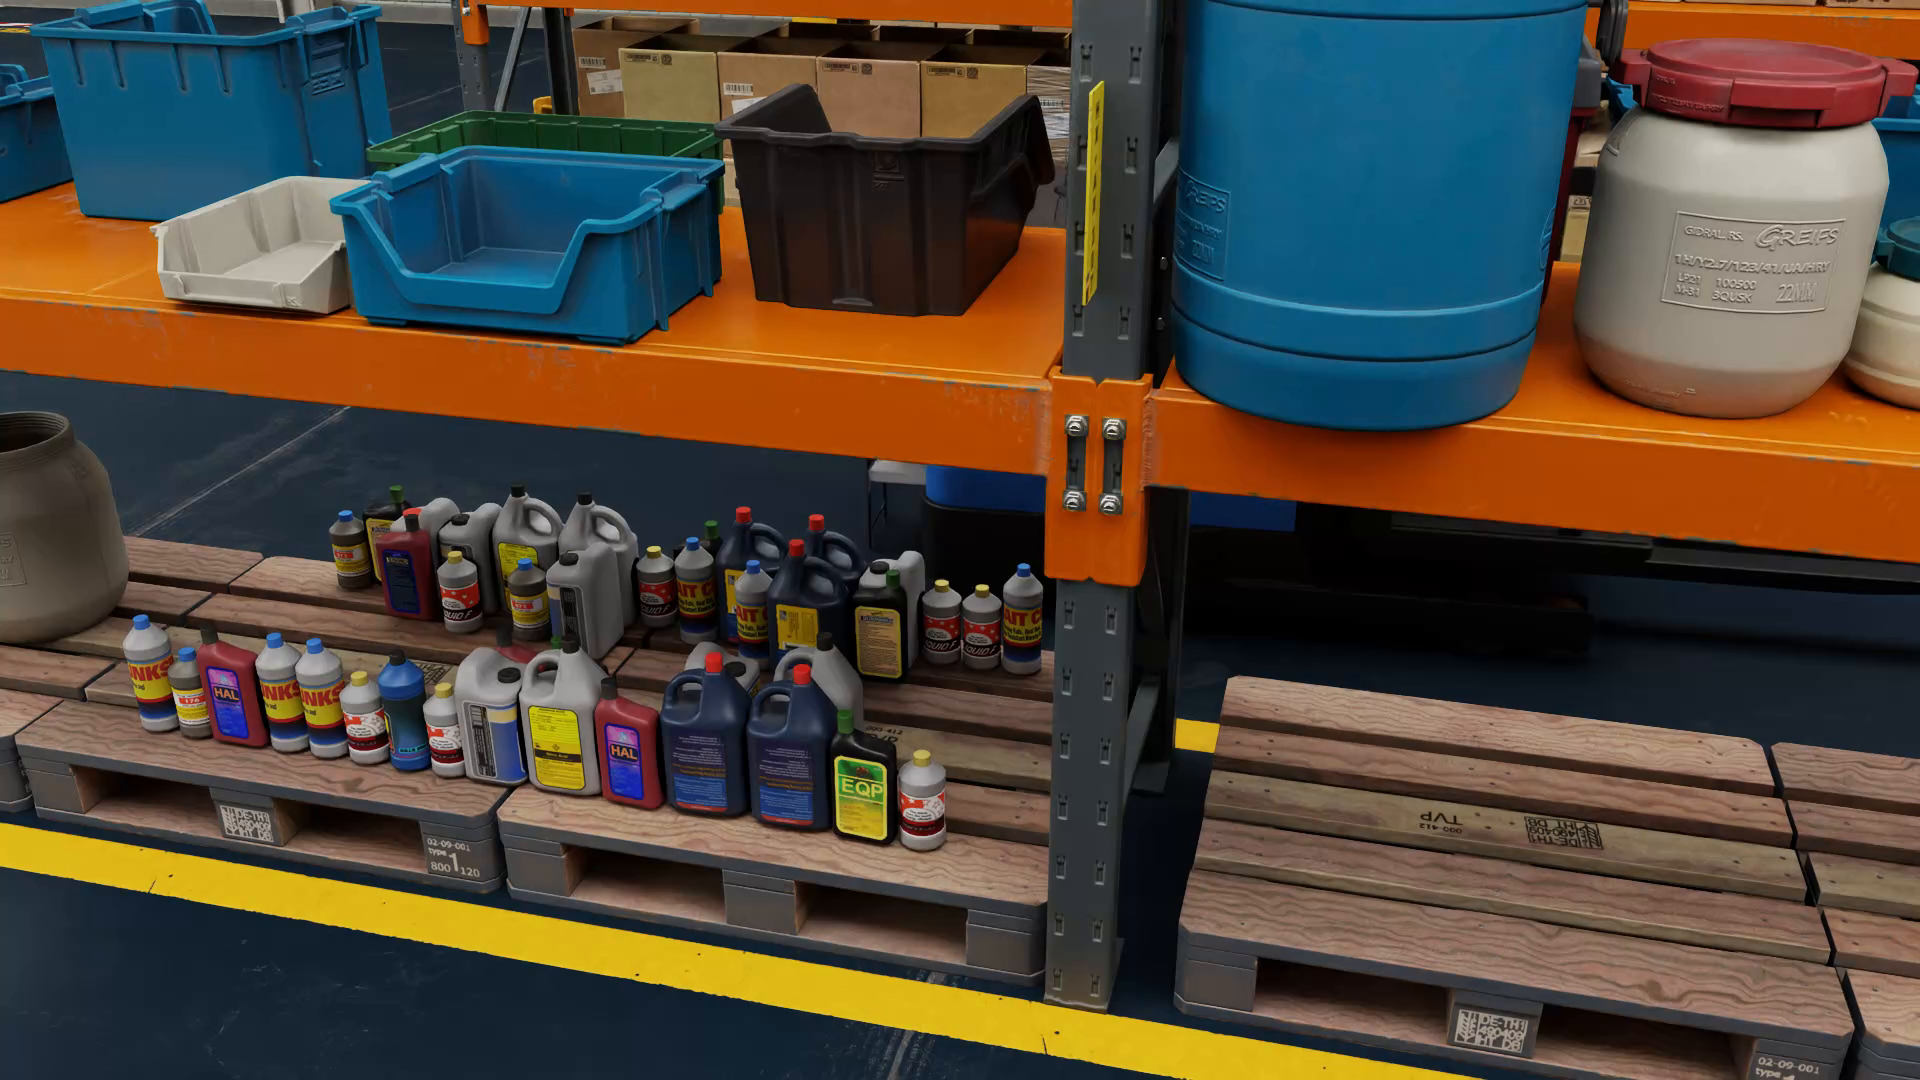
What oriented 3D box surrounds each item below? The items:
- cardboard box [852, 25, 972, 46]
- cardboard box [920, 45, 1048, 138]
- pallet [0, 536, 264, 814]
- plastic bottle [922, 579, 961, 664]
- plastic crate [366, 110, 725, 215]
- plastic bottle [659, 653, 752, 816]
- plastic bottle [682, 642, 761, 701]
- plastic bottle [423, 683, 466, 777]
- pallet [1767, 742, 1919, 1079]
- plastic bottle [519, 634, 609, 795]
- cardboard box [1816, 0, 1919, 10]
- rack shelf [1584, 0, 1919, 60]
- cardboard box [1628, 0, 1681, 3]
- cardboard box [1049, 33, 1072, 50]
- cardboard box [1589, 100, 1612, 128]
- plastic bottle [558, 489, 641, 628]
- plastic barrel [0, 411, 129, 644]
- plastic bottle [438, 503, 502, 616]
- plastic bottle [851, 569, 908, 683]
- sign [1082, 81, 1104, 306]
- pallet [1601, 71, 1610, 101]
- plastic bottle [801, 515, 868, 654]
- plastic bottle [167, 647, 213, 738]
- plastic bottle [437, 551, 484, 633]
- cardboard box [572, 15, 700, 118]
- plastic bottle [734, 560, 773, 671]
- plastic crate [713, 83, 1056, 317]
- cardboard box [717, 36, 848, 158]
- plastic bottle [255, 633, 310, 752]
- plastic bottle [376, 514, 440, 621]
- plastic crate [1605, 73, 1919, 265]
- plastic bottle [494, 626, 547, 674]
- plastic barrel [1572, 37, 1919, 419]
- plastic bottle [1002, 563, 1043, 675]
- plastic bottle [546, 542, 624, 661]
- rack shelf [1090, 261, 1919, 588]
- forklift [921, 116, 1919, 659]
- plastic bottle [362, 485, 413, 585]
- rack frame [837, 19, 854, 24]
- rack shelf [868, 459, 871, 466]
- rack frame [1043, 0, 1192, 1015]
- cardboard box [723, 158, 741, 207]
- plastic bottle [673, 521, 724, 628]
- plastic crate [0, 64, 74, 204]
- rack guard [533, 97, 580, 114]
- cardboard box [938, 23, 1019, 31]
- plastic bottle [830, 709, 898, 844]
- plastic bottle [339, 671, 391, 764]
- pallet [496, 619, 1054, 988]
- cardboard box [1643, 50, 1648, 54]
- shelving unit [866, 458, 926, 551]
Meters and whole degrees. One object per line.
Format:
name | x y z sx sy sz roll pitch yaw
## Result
cardboard box | -0.235 -2.320 8.471 0.500 0.500 0.500 6 26 13
cardboard box | 0.119 -2.049 7.903 0.500 0.500 0.500 6 26 13
pallet | -2.651 0.277 4.423 1.213 0.211 1.003 6 26 13
plastic bottle | -0.044 0.195 4.095 0.097 0.201 0.097 0 25 0
plastic crate | -0.892 -0.799 3.685 0.662 0.188 0.450 6 26 13
plastic bottle | -0.529 0.396 3.498 0.185 0.351 0.144 5 26 10
plastic bottle | -0.517 0.365 3.650 0.135 0.276 0.152 6 26 13
plastic bottle | -1.120 0.409 3.646 0.097 0.201 0.097 0 25 0
pallet | 2.308 0.825 3.272 1.213 0.211 1.003 6 26 13
plastic bottle | -0.842 0.362 3.571 0.185 0.351 0.144 6 26 13
cardboard box | 3.834 -2.483 6.860 0.500 0.500 0.500 5 26 10
rack shelf | 3.526 -2.155 7.123 4.000 0.370 1.077 6 26 13
cardboard box | 2.839 -2.593 7.091 0.500 0.500 0.500 8 27 17
cardboard box | 0.732 -2.211 8.241 0.500 0.500 0.500 6 26 13
cardboard box | 3.041 -1.863 7.732 0.500 0.311 0.500 6 26 13
plastic bottle | -0.921 0.041 4.245 0.185 0.351 0.144 6 26 13
plastic barrel | -2.380 -0.034 4.238 0.421 0.512 0.421 0 25 0
plastic bottle | -1.262 0.038 4.336 0.135 0.276 0.152 6 26 12
plastic bottle | -0.193 0.201 3.987 0.133 0.283 0.061 6 26 13
sign | 0.204 -0.529 2.549 0.005 0.325 0.100 6 26 13
pallet | 4.759 -3.285 11.904 1.213 0.211 1.003 6 26 13
plastic bottle | -0.326 0.106 4.107 0.185 0.351 0.144 7 26 14
plastic bottle | -1.743 0.340 3.790 0.097 0.201 0.097 0 25 0
plastic bottle | -1.275 0.126 4.239 0.097 0.201 0.097 0 25 0
cardboard box | -1.691 -2.475 8.797 0.500 0.500 0.500 6 26 13
plastic bottle | -0.497 0.177 4.051 0.097 0.271 0.097 0 25 0
plastic crate | -0.123 -0.713 3.330 0.504 0.338 0.767 6 26 13
cardboard box | -0.849 -2.158 8.130 0.500 0.500 0.500 6 26 13
plastic bottle | -1.512 0.334 3.722 0.097 0.271 0.097 0 25 0
plastic bottle | -1.423 0.065 4.273 0.133 0.283 0.061 6 26 13
plastic crate | 1.498 -0.636 3.115 0.575 0.384 0.392 6 26 13
plastic bottle | -0.973 0.328 3.719 0.133 0.283 0.061 6 26 13
plastic barrel | 1.224 -0.499 2.651 0.433 0.535 0.433 0 25 0
plastic bottle | 0.153 0.185 4.034 0.097 0.271 0.097 0 25 0
plastic bottle | -0.933 0.139 4.126 0.135 0.276 0.152 6 26 13
rack shelf | 2.289 -0.093 2.792 4.000 0.370 1.077 6 26 13
forklift | 1.455 -1.244 4.453 3.031 2.935 1.130 4 26 9
plastic bottle | -1.516 -0.013 4.436 0.133 0.283 0.061 7 26 14
rack frame | -1.055 -5.184 12.650 0.127 3.000 1.000 6 26 13
rack shelf | -0.160 -0.304 5.129 0.200 0.077 0.258 4 26 9
rack frame | 0.352 -0.632 3.088 0.127 3.000 1.000 6 26 13
cardboard box | -0.851 -1.814 8.281 0.500 0.250 0.500 6 26 13
plastic bottle | -0.659 0.082 4.237 0.133 0.283 0.061 7 26 15
plastic crate | -2.335 -0.992 4.017 0.408 0.251 0.499 6 26 13
rack guard | -2.308 -1.996 8.860 0.348 0.500 1.175 6 26 13
cardboard box | 0.145 -3.997 12.771 0.500 0.311 0.500 9 27 17
plastic bottle | -0.196 0.482 3.397 0.133 0.283 0.061 8 27 16
plastic bottle | -1.319 0.387 3.692 0.097 0.201 0.097 0 25 0
pallet | -0.288 0.538 3.874 1.213 0.211 1.003 6 26 13
cardboard box | 5.025 -3.598 11.715 0.500 0.500 0.700 6 26 13
shelving unit | -0.160 -0.416 5.076 0.210 0.900 0.258 4 26 9
